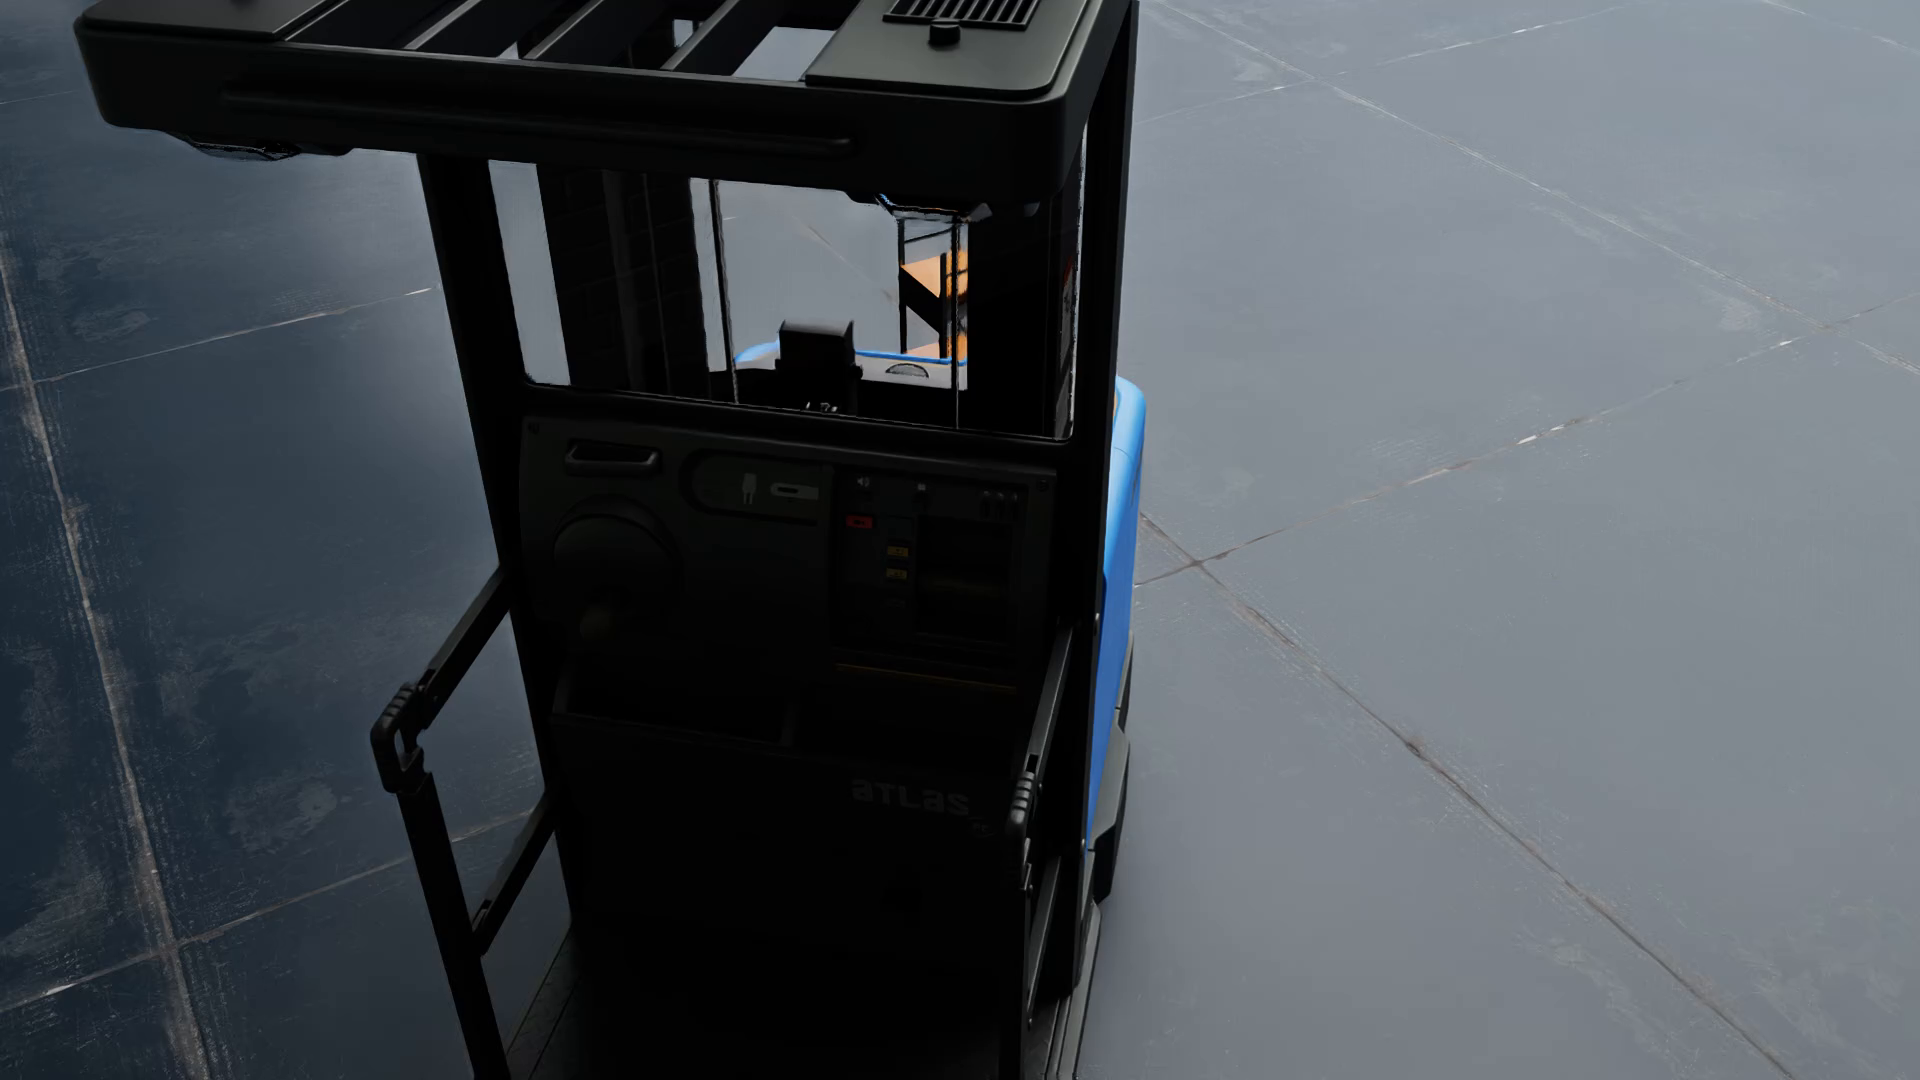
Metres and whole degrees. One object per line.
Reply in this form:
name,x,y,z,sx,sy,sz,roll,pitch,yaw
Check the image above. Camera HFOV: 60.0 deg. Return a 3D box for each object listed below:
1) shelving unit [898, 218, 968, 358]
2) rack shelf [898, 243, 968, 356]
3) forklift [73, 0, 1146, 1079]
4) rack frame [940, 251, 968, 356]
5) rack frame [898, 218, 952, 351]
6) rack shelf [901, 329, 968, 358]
shelving unit,-0.027,-0.451,4.978,0.215,1.050,0.252,-19,40,-24
rack shelf,-0.027,-0.672,4.817,0.215,0.259,0.240,-19,40,-24
forklift,-0.344,0.082,2.653,1.130,2.935,3.031,7,37,9
rack frame,0.034,-0.389,4.893,0.200,1.050,0.008,-19,40,-24
rack frame,-0.088,-0.513,5.063,0.200,1.050,0.008,-19,40,-24
rack shelf,-0.027,-0.443,4.984,0.215,0.259,0.240,-19,40,-24
